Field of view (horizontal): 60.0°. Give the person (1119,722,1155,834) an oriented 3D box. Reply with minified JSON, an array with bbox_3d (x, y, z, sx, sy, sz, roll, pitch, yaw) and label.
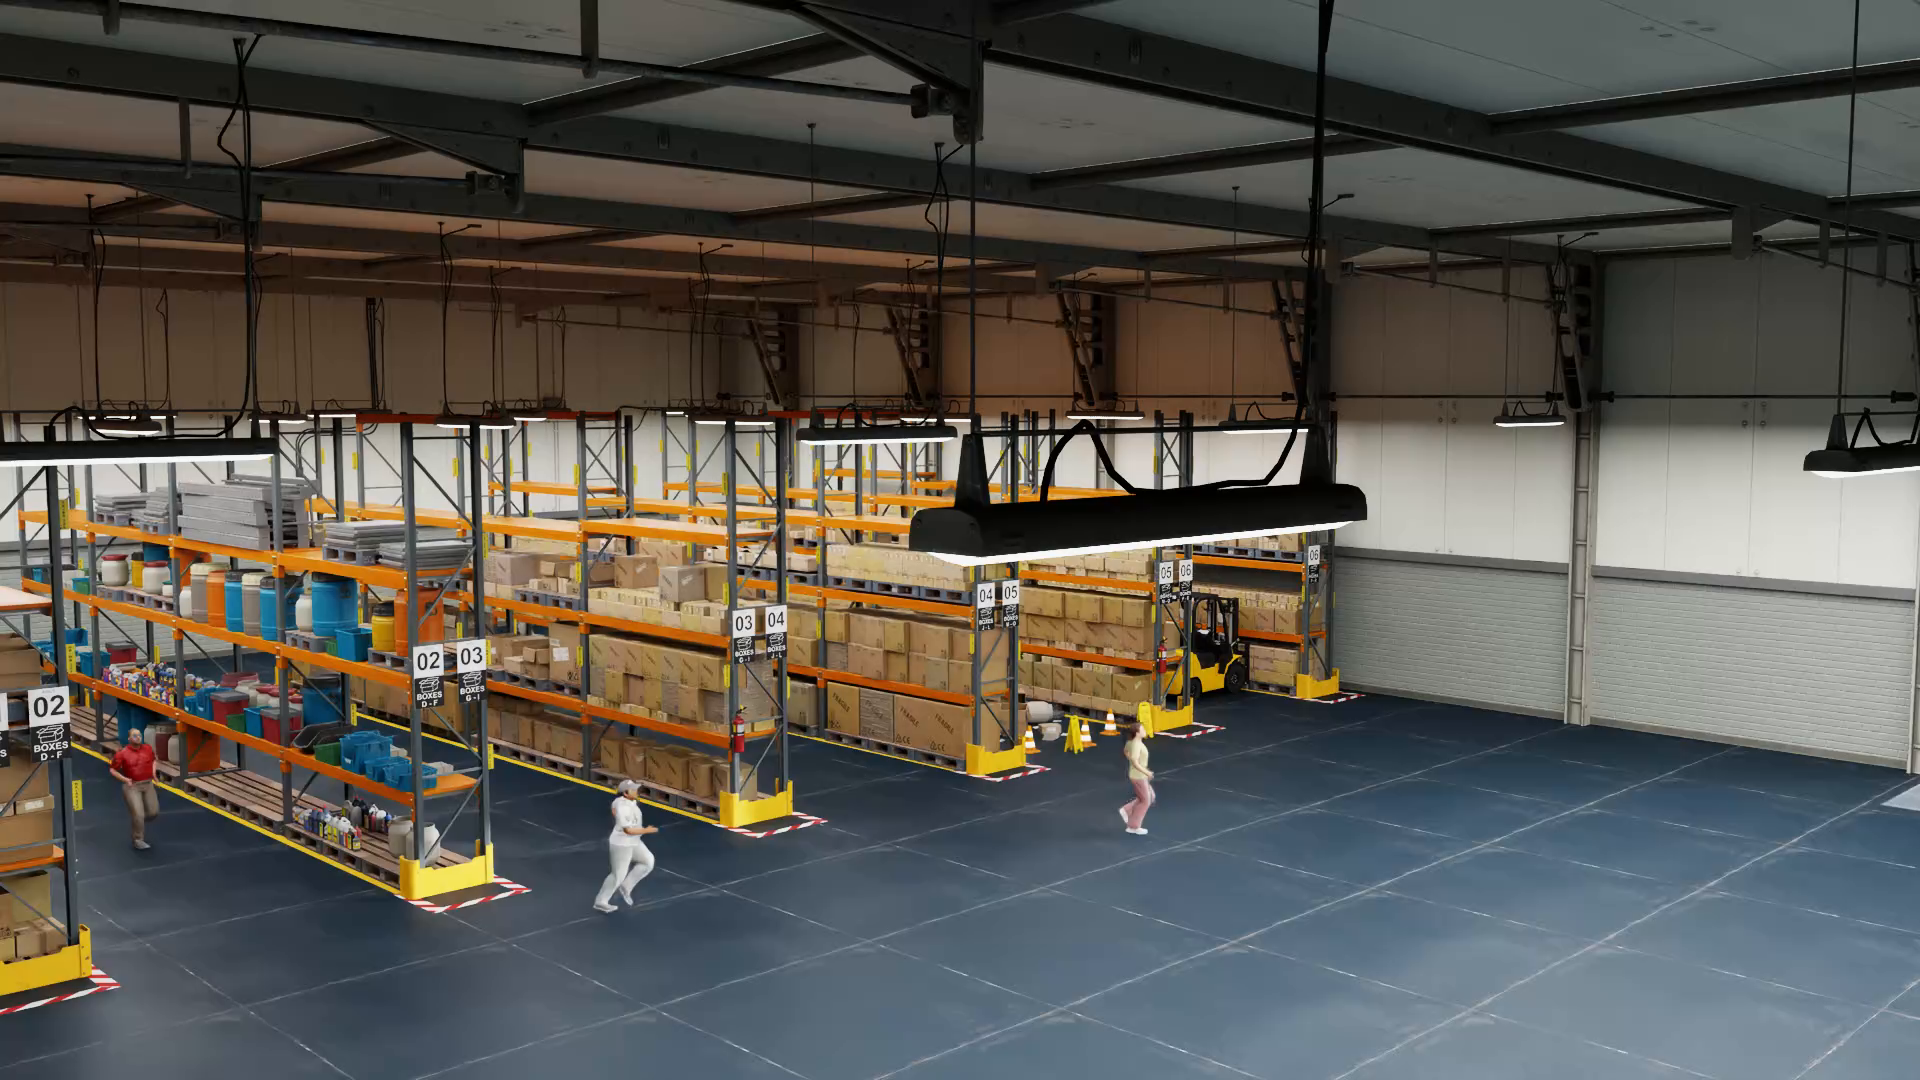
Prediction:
[{"bbox_3d":[2.567,3.436,24.051,0.535,1.633,0.584,0,5,-1],"label":"person"}]

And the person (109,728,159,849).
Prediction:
[{"bbox_3d":[-11.524,3.470,23.293,0.605,1.673,0.661,4,6,38],"label":"person"}]

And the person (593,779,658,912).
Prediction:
[{"bbox_3d":[-4.094,3.727,20.432,0.800,1.620,0.621,0,5,0],"label":"person"}]

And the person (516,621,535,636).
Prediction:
[{"bbox_3d":[-10.734,1.887,41.216,0.665,1.734,0.671,5,7,44],"label":"person"}]
